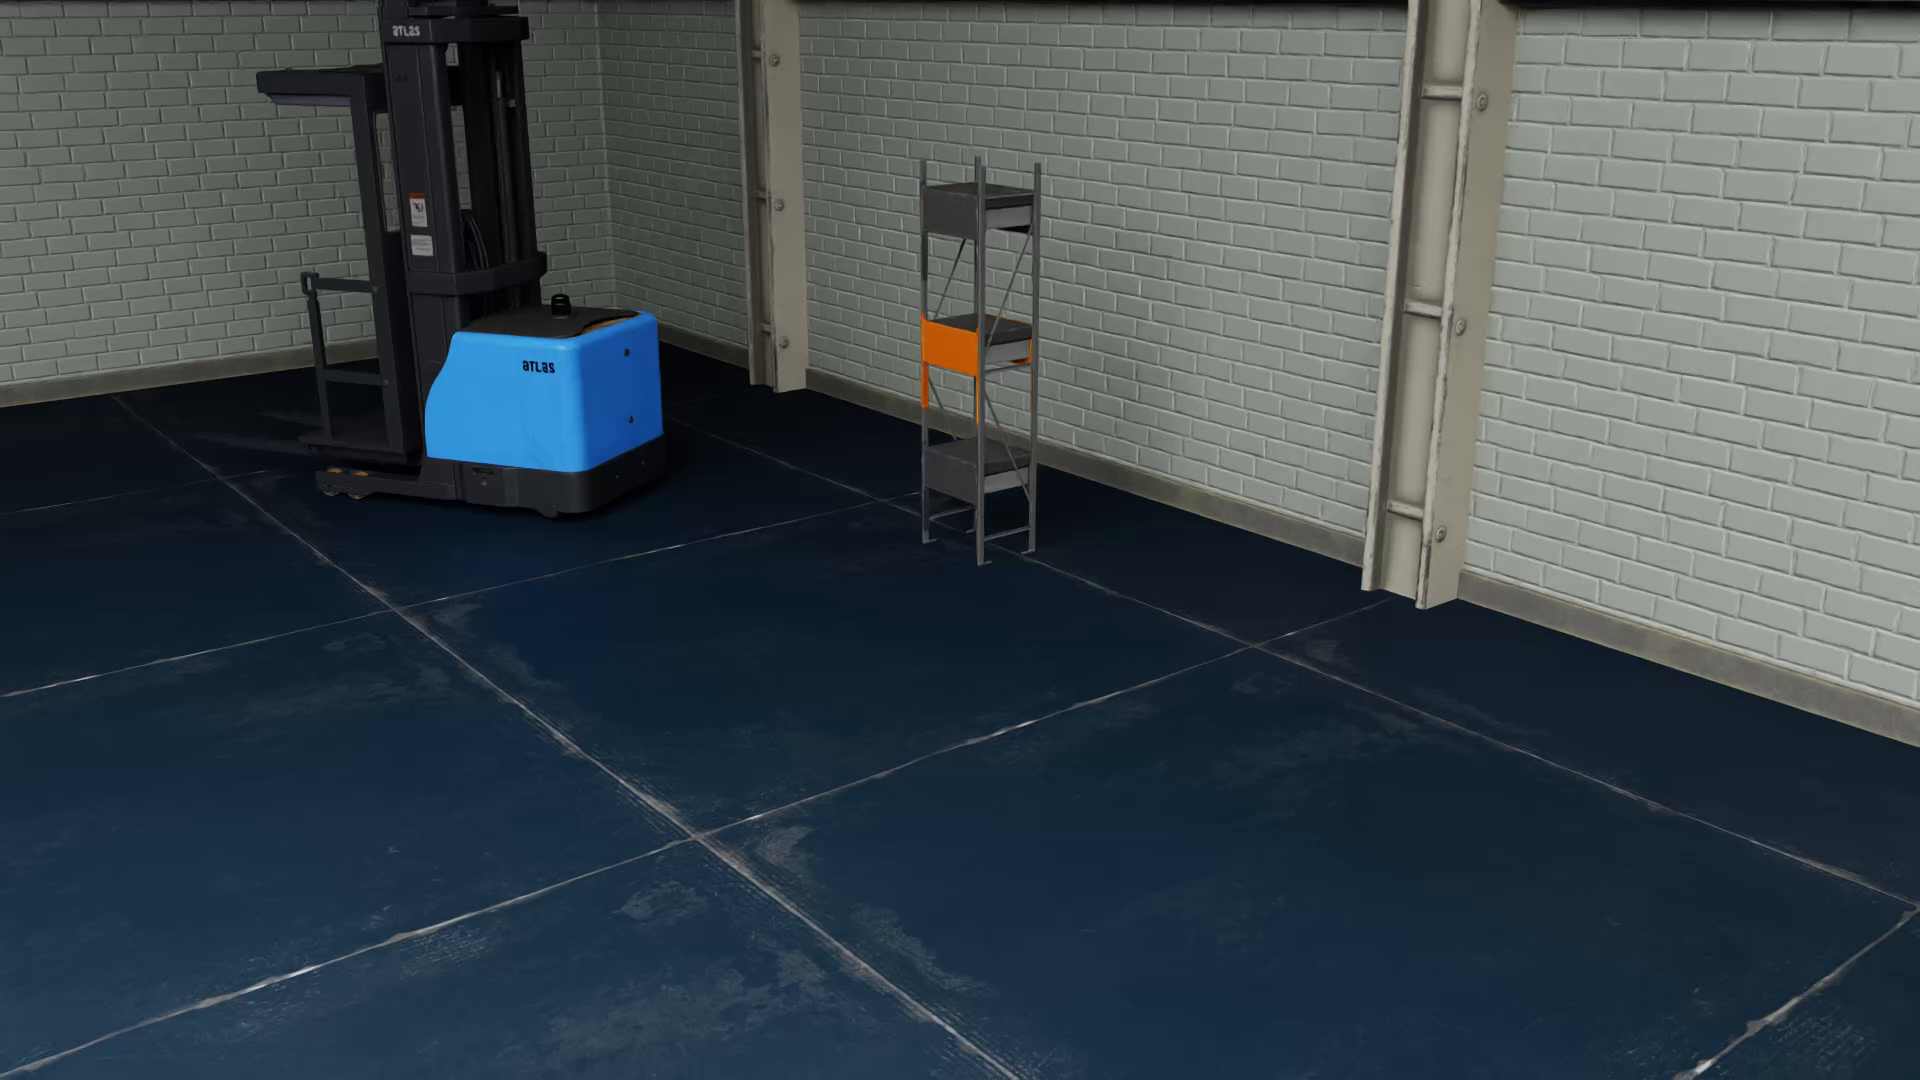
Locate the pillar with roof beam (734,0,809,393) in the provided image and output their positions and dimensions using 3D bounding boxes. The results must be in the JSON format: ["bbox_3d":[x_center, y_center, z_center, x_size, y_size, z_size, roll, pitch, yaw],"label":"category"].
[{"bbox_3d":[-4.786,-4.640,9.059,9.100,9.000,0.400,-14,23,-36],"label":"pillar with roof beam"}]

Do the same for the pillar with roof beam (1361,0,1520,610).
[{"bbox_3d":[-1.061,-3.161,4.594,9.100,9.000,0.400,-14,23,-36],"label":"pillar with roof beam"}]

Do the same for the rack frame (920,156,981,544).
[{"bbox_3d":[-0.049,-1.016,9.091,0.400,2.100,0.015,-14,23,-36],"label":"rack frame"}]

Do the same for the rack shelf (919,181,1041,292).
[{"bbox_3d":[0.103,-1.608,8.693,0.431,0.518,0.480,-14,23,-36],"label":"rack shelf"}]

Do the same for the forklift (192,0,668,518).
[{"bbox_3d":[-3.404,-1.788,10.099,3.031,2.935,1.130,7,19,19],"label":"forklift"}]

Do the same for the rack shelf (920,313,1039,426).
[{"bbox_3d":[0.103,-0.943,8.914,0.431,0.518,0.480,-14,23,-36],"label":"rack shelf"}]

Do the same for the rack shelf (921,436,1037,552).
[{"bbox_3d":[0.103,-0.279,9.134,0.431,0.518,0.480,-14,23,-36],"label":"rack shelf"}]

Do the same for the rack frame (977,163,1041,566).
[{"bbox_3d":[0.254,-0.896,8.728,0.400,2.100,0.015,-14,23,-36],"label":"rack frame"}]

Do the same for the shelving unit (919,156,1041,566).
[{"bbox_3d":[0.103,-0.956,8.909,0.431,2.100,0.503,-14,23,-36],"label":"shelving unit"}]
